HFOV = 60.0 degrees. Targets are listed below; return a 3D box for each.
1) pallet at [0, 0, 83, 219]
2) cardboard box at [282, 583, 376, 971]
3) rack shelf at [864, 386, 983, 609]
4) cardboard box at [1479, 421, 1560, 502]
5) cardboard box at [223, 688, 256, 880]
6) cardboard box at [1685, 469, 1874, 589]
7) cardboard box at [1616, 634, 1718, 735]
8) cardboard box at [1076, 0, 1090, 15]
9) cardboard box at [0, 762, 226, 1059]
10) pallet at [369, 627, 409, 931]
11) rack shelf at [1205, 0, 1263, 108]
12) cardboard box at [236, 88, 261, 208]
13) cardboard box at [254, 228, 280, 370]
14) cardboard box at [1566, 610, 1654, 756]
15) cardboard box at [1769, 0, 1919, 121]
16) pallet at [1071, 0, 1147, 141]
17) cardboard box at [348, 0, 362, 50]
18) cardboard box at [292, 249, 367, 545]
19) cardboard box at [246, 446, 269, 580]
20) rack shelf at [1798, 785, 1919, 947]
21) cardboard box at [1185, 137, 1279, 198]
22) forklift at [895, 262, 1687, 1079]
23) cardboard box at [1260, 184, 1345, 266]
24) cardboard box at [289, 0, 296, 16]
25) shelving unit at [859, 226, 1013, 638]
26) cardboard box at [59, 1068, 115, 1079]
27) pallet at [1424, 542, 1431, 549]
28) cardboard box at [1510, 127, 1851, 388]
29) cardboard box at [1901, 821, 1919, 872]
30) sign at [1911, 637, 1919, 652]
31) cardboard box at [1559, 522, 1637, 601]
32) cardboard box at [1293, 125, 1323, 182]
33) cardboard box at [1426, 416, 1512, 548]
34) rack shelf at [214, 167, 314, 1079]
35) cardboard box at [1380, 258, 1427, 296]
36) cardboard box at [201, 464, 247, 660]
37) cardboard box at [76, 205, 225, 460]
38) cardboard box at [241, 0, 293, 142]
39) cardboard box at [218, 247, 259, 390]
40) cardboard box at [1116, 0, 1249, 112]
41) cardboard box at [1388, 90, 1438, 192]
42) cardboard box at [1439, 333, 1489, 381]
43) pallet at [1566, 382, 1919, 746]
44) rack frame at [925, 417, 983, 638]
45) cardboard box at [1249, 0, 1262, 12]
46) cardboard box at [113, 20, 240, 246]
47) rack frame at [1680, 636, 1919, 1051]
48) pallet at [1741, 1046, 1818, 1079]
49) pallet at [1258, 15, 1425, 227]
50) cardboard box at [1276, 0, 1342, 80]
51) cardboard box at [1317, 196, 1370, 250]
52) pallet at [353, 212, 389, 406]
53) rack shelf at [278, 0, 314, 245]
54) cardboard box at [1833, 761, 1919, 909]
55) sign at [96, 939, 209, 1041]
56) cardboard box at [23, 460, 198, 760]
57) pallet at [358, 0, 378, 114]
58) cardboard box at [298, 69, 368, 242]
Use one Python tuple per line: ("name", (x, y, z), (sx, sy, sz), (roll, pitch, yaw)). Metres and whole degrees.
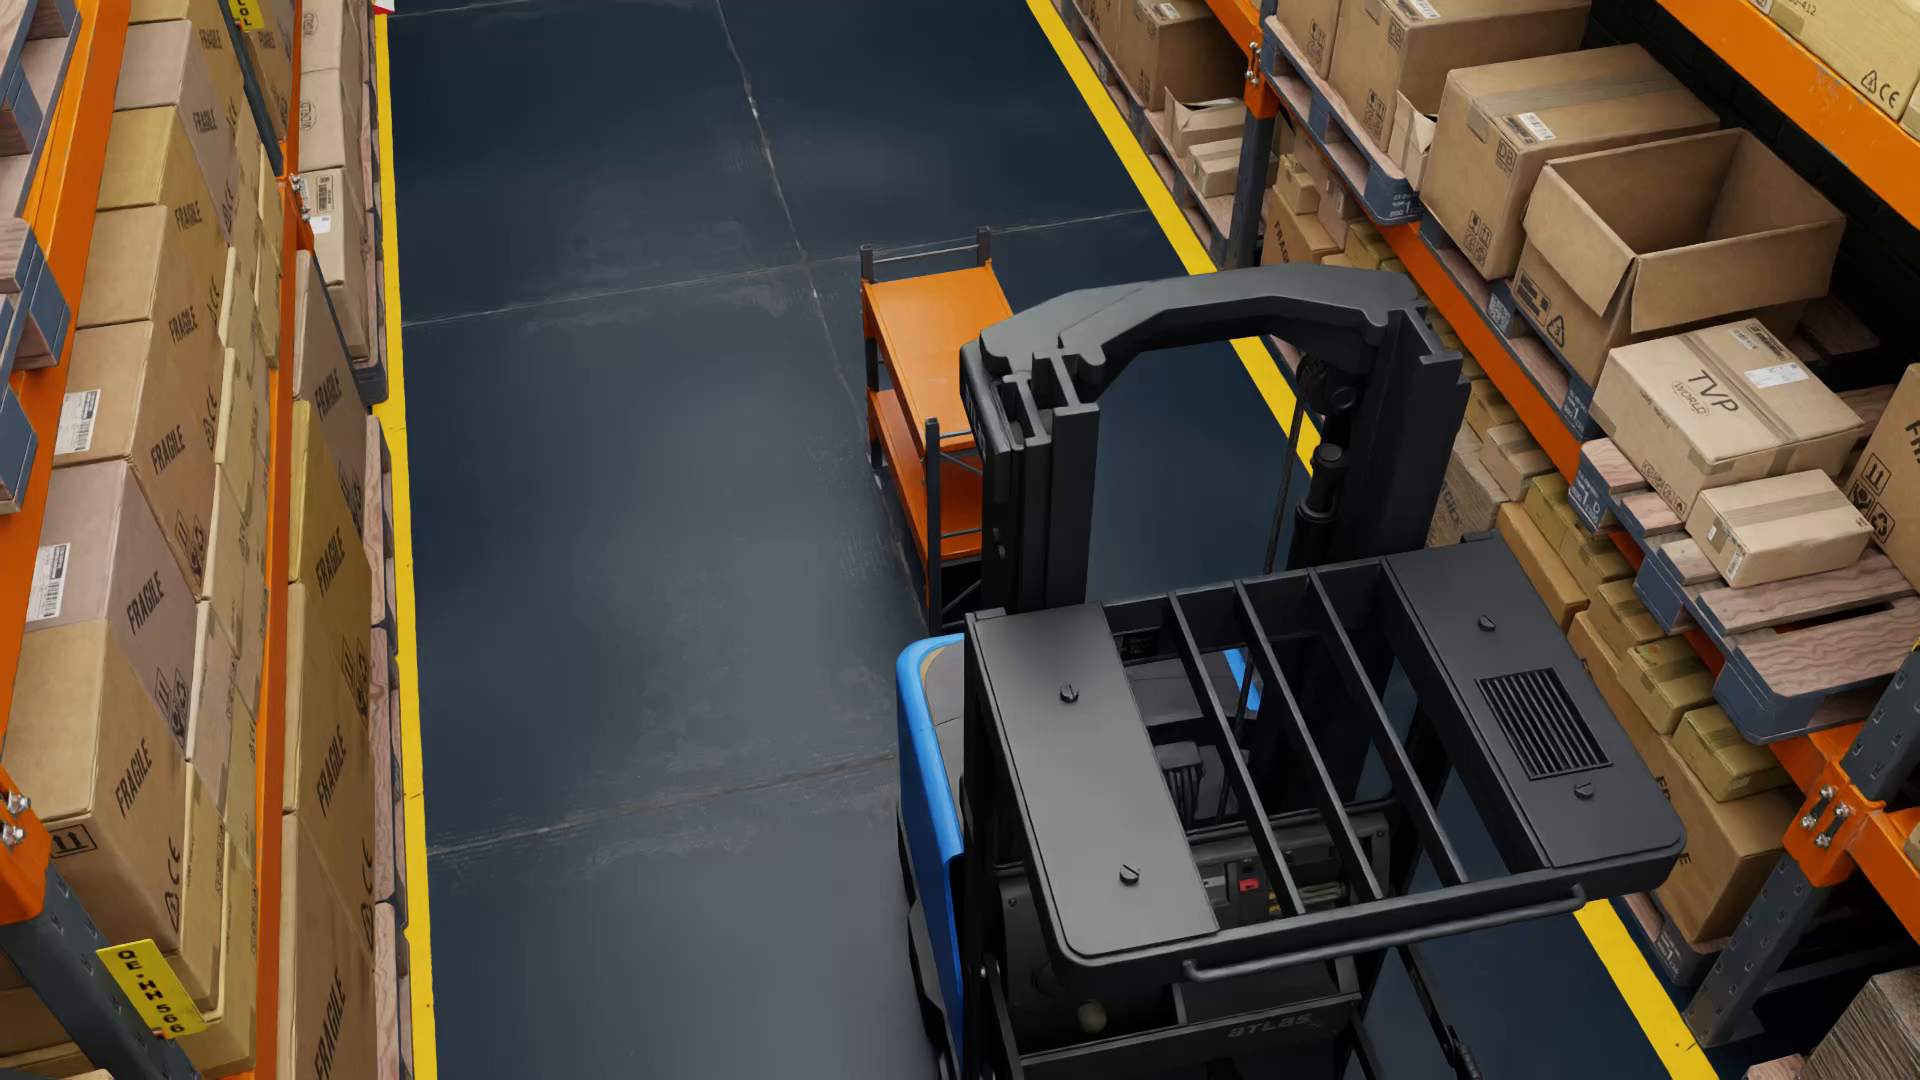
("pallet", (-2.520, -0.871, 3.535), (1.003, 0.211, 1.213), (-9, 46, -8))
("cardboard box", (-2.335, 0.807, 5.052), (0.875, 0.875, 0.875), (-10, 46, -10))
("rack shelf", (-0.002, -0.227, 6.527), (0.538, 0.278, 1.000), (-11, 47, -10))
("cardboard box", (2.099, -0.305, 5.951), (0.380, 0.149, 0.250), (-13, 47, -12))
("cardboard box", (-2.045, 0.637, 4.131), (0.500, 0.250, 0.500), (-12, 47, -11))
("cardboard box", (2.244, -0.033, 4.564), (0.380, 0.149, 0.250), (-10, 46, -10))
("cardboard box", (2.312, 0.432, 5.228), (0.380, 0.149, 0.250), (-13, 47, -12))
("cardboard box", (0.981, -3.349, 9.388), (0.700, 0.500, 0.500), (-9, 46, -9))
("cardboard box", (-1.905, 0.802, 3.619), (0.500, 0.250, 0.500), (-11, 47, -11))
("pallet", (-2.452, 0.896, 5.724), (1.003, 0.211, 1.213), (-11, 47, -10))
("rack shelf", (1.247, -3.482, 8.566), (1.077, 0.370, 4.000), (-11, 47, -10))
("cardboard box", (-2.690, -1.305, 5.684), (0.500, 0.250, 0.500), (-11, 47, -10))
("cardboard box", (-2.551, -0.775, 5.514), (0.500, 0.250, 0.500), (-11, 47, -11))
("cardboard box", (2.349, 0.537, 5.580), (0.500, 0.500, 0.500), (-11, 47, -11))
("cardboard box", (2.287, -1.245, 3.875), (0.500, 0.250, 0.500), (-11, 47, -10))
("pallet", (1.268, -2.695, 9.243), (1.003, 0.211, 1.213), (-11, 47, -10))
("cardboard box", (-3.797, -3.017, 9.106), (0.875, 0.438, 0.875), (-12, 47, -12))
("cardboard box", (-2.802, -0.432, 6.267), (0.875, 0.875, 0.875), (-9, 46, -9))
("cardboard box", (-2.303, -0.067, 4.820), (0.500, 0.250, 0.500), (-11, 47, -10))
("rack shelf", (3.295, 2.042, 3.153), (1.077, 0.370, 4.000), (-11, 47, -10))
("cardboard box", (1.332, -1.833, 8.148), (0.380, 0.149, 0.250), (-12, 47, -12))
("forklift", (0.601, 0.989, 3.728), (1.130, 2.935, 3.031), (-9, 46, -8))
("cardboard box", (1.665, -1.250, 7.331), (0.500, 0.500, 0.500), (-9, 46, -9))
("cardboard box", (-3.151, -2.542, 7.071), (0.500, 0.500, 0.500), (-10, 47, -10))
("shelving unit", (-0.002, -0.398, 6.353), (0.538, 1.125, 1.048), (-11, 47, -10))
("cardboard box", (-1.629, 1.296, 2.807), (0.500, 0.500, 0.500), (-12, 47, -11))
("pallet", (2.320, 0.022, 6.581), (1.003, 0.211, 1.213), (-11, 47, -10))
("cardboard box", (2.186, -0.867, 5.133), (0.797, 0.503, 0.637), (-12, 47, -11))
("cardboard box", (2.660, 0.813, 3.958), (0.500, 0.250, 0.500), (-11, 47, -10))
("sign", (2.261, 0.137, 3.760), (0.100, 0.325, 0.005), (-11, 47, -10))
("cardboard box", (2.263, 0.052, 5.601), (0.380, 0.149, 0.250), (-9, 46, -9))
("cardboard box", (1.652, -1.671, 7.081), (0.380, 0.149, 0.250), (-11, 47, -11))
("cardboard box", (2.061, -0.179, 6.281), (0.500, 0.500, 0.500), (-12, 47, -12))
("rack shelf", (-2.526, 0.190, 4.967), (1.077, 0.370, 4.000), (-11, 47, -10))
("cardboard box", (1.899, -1.016, 6.648), (0.380, 0.149, 0.250), (-11, 47, -11))
("cardboard box", (-2.152, 0.098, 4.308), (0.500, 0.250, 0.500), (-11, 47, -10))
("cardboard box", (-2.284, -0.501, 4.370), (0.500, 0.500, 0.500), (-10, 46, -10))
("cardboard box", (-2.905, -1.849, 6.392), (0.500, 0.500, 0.500), (-9, 46, -9))
("cardboard box", (-2.417, -0.605, 4.997), (0.500, 0.250, 0.500), (-10, 46, -9))
("cardboard box", (1.247, -2.633, 8.686), (0.700, 0.500, 0.500), (-12, 47, -12))
("cardboard box", (1.744, -1.423, 5.845), (0.396, 0.266, 0.258), (-9, 46, -8))
("cardboard box", (1.988, -0.665, 6.304), (0.380, 0.149, 0.250), (-9, 46, -9))
("pallet", (2.542, 0.021, 4.764), (1.213, 0.211, 1.003), (-11, 47, -10))
("rack frame", (0.128, -0.047, 6.009), (0.500, 1.125, 0.032), (-11, 47, -10))
("cardboard box", (1.433, -2.439, 7.216), (0.380, 0.149, 0.250), (-10, 46, -10))
("cardboard box", (-2.542, -1.209, 5.065), (0.500, 0.500, 0.500), (-10, 46, -10))
("rack frame", (2.783, 0.409, 4.249), (1.000, 3.000, 0.127), (-11, 47, -10))
("pallet", (2.956, 1.961, 4.681), (1.003, 0.211, 1.213), (-11, 47, -10))
("pallet", (1.858, -1.714, 6.464), (1.003, 0.211, 1.213), (-11, 47, -10))
("cardboard box", (1.667, -2.160, 6.402), (0.700, 0.500, 0.500), (-10, 46, -9))
("cardboard box", (1.739, -1.378, 7.003), (0.380, 0.149, 0.250), (-12, 47, -11))
("pallet", (-3.157, -1.006, 7.588), (1.003, 0.211, 1.213), (-11, 47, -10))
("rack shelf", (-3.550, -2.571, 7.674), (1.077, 0.370, 4.000), (-11, 47, -10))
("cardboard box", (2.946, 0.795, 5.327), (0.500, 0.500, 0.500), (-9, 46, -9))
("sign", (-1.492, 0.836, 3.075), (0.100, 0.325, 0.005), (-11, 47, -10))
("cardboard box", (-2.041, 0.208, 3.676), (0.500, 0.500, 0.500), (-11, 47, -10))
("pallet", (-3.782, -2.690, 9.239), (1.003, 0.211, 1.213), (-11, 47, -10))
("cardboard box", (-3.325, -1.764, 7.878), (0.875, 0.438, 0.875), (-12, 47, -11))
